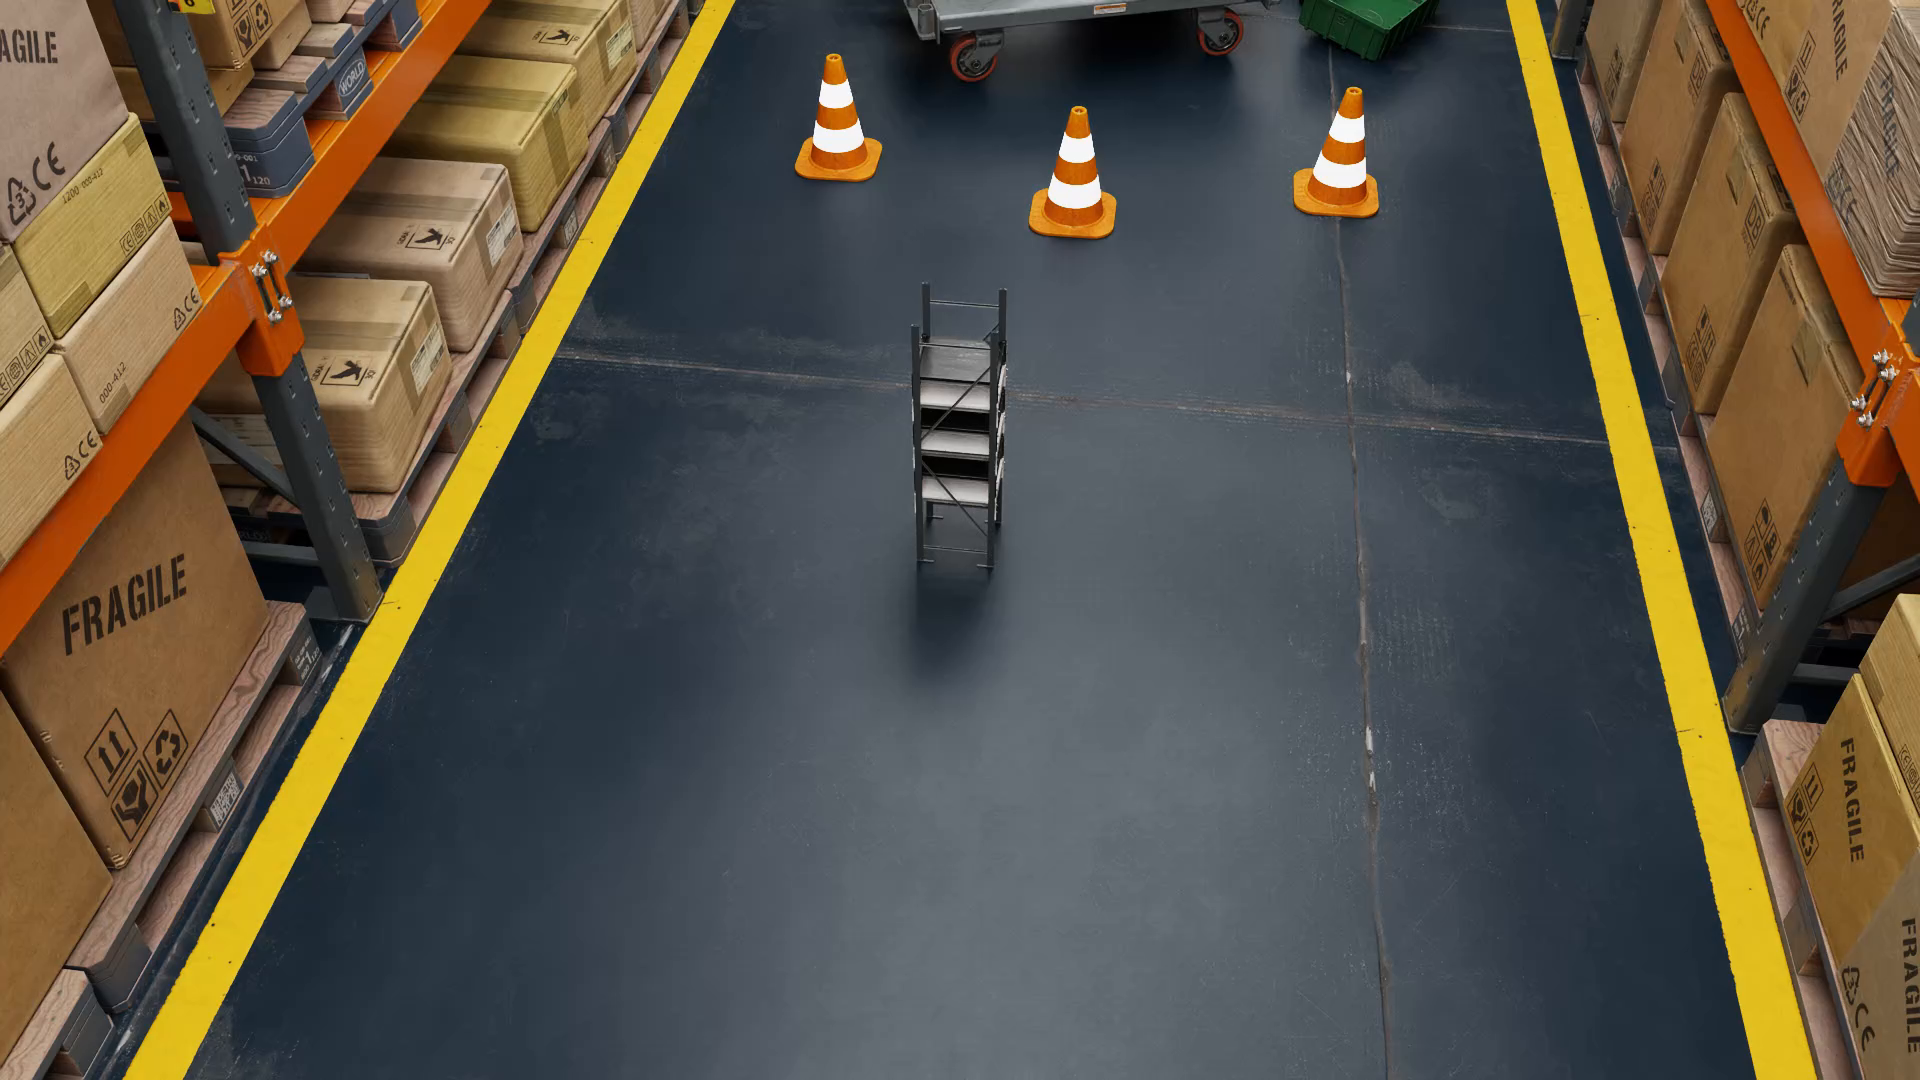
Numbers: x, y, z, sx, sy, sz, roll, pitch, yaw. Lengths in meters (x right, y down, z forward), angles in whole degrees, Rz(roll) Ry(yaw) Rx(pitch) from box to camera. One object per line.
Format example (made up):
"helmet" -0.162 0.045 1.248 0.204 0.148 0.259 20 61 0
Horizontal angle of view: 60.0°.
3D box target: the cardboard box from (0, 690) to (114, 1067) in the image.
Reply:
"cardboard box" -2.552 0.770 3.495 0.875 0.875 0.875 6 44 6

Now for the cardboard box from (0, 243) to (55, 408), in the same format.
"cardboard box" -2.133 -0.344 3.177 0.500 0.250 0.500 4 44 4

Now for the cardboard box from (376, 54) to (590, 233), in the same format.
"cardboard box" -1.976 -1.522 6.282 0.950 0.372 0.625 7 44 7

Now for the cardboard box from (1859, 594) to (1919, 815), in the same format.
"cardboard box" 2.332 0.392 3.622 0.500 0.250 0.500 3 44 4

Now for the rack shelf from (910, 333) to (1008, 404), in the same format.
"rack shelf" -0.001 -0.493 4.772 0.258 0.077 0.200 5 44 6

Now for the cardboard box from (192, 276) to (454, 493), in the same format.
"cardboard box" -2.172 -0.502 5.205 0.950 0.372 0.625 3 43 3

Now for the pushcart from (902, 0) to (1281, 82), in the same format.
"pushcart" 0.539 -2.521 7.638 1.648 0.377 0.936 -9 44 -9

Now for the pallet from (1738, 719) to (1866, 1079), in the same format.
"pallet" 2.559 1.006 4.034 1.003 0.211 1.213 5 44 6

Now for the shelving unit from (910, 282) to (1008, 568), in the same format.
"shelving unit" -0.001 -0.321 4.935 0.258 0.900 0.210 5 44 6

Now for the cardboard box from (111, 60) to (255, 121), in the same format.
"cardboard box" -2.029 -1.186 4.198 0.380 0.149 0.250 3 44 3

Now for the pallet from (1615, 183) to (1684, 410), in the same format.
"pallet" 3.006 -0.886 6.032 1.003 0.211 1.213 5 44 6

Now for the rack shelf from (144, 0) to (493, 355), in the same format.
"rack shelf" -1.992 -2.022 5.727 1.077 0.370 4.000 5 44 6

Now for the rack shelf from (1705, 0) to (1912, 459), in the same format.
"rack shelf" 2.928 -1.641 5.324 1.077 0.370 4.000 5 44 6

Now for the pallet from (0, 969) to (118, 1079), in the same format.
"pallet" -2.599 1.452 3.563 1.003 0.211 1.213 5 44 6

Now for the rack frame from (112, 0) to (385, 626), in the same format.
"rack frame" -2.256 -0.920 4.040 1.000 3.000 0.127 5 44 6

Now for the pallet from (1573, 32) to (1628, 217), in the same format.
"pallet" 3.165 -1.720 6.913 1.003 0.211 1.213 5 44 6

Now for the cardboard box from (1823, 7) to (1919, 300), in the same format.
"cardboard box" 2.457 -0.906 3.953 0.500 0.500 0.500 5 44 6

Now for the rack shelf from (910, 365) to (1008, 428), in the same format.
"rack shelf" -0.001 -0.428 4.834 0.258 0.077 0.200 5 44 6

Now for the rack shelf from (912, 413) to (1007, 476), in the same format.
"rack shelf" -0.001 -0.297 4.958 0.258 0.077 0.200 5 44 6

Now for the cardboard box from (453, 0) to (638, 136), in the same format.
"cardboard box" -1.886 -1.996 6.782 0.950 0.372 0.625 8 44 8

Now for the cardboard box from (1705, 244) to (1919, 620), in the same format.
"cardboard box" 2.833 -0.281 4.696 1.050 0.750 0.750 5 44 5

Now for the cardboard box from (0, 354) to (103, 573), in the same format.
"cardboard box" -2.118 -0.148 3.333 0.500 0.250 0.500 6 44 6

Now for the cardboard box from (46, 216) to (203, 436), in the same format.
"cardboard box" -2.066 -0.497 3.702 0.500 0.250 0.500 4 44 4

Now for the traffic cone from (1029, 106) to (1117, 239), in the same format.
"traffic cone" 0.449 -1.464 6.459 0.336 0.463 0.334 5 44 6

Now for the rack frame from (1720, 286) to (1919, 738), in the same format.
"rack frame" 2.663 -0.539 3.637 1.000 3.000 0.127 5 44 6

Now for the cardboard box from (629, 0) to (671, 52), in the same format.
"cardboard box" -1.795 -2.487 7.300 0.950 0.372 0.625 6 44 6

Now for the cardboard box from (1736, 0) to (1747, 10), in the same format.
"cardboard box" 2.654 -1.937 5.041 0.500 0.500 0.500 6 44 6

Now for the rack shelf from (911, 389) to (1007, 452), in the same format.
"rack shelf" -0.001 -0.362 4.896 0.258 0.077 0.200 5 44 6

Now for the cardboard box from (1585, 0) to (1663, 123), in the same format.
"cardboard box" 3.199 -2.169 6.690 1.050 0.750 0.750 5 44 5

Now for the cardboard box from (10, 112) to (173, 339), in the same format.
"cardboard box" -2.069 -0.694 3.546 0.500 0.250 0.500 5 44 5

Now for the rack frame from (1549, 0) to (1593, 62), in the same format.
"rack frame" 3.192 -3.265 6.516 1.000 3.000 0.127 5 44 6

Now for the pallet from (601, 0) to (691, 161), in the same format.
"pallet" -1.829 -2.103 7.317 1.003 0.211 1.213 5 44 6

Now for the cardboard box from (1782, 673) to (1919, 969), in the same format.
"cardboard box" 2.317 0.675 3.868 0.500 0.500 0.500 4 44 4

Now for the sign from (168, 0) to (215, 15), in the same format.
"sign" -1.706 -1.292 3.591 0.100 0.325 0.005 5 44 6

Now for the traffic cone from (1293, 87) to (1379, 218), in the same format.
"traffic cone" 1.518 -1.567 6.568 0.336 0.463 0.334 5 44 6

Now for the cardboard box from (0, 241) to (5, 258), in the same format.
"cardboard box" -2.125 -0.593 2.894 0.500 0.500 0.500 6 44 6

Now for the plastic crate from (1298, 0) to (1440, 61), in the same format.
"plastic crate" 1.917 -2.502 7.714 0.450 0.188 0.662 35 53 18

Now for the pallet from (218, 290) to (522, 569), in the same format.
"pallet" -2.152 -0.440 5.561 1.003 0.211 1.213 5 44 6

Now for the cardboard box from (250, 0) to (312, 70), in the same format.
"cardboard box" -1.959 -1.375 4.398 0.380 0.149 0.250 3 44 3

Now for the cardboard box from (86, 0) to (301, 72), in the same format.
"cardboard box" -1.968 -1.502 4.060 0.500 0.500 0.500 4 44 4

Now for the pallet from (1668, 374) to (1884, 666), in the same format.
"pallet" 2.842 -0.057 5.156 1.003 0.211 1.213 5 44 6

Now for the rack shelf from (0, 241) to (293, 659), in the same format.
"rack shelf" -2.521 0.704 2.848 1.077 0.370 4.000 5 44 6

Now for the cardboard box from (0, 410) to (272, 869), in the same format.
"cardboard box" -2.430 0.162 4.137 0.875 0.875 0.875 5 44 5

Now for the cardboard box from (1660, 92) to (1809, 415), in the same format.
"cardboard box" 2.945 -0.877 5.326 1.050 0.750 0.750 6 44 6

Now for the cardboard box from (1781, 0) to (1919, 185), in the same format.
"cardboard box" 2.524 -1.246 4.312 0.500 0.500 0.500 5 44 6

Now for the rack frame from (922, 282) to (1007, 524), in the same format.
"rack frame" 0.012 -0.391 5.008 0.240 0.900 0.006 5 44 6

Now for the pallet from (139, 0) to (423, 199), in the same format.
"pallet" -2.268 -1.346 4.629 1.213 0.211 1.003 5 44 6

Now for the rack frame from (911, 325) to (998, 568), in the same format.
"rack frame" -0.015 -0.252 4.862 0.240 0.900 0.006 5 44 6

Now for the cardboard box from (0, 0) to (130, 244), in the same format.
"cardboard box" -2.066 -0.943 3.264 0.500 0.500 0.500 4 44 4

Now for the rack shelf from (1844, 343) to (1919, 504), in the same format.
"rack shelf" 2.399 1.085 2.445 1.077 0.370 4.000 5 44 6

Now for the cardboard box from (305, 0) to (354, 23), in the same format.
"cardboard box" -1.877 -1.558 4.591 0.380 0.149 0.250 3 44 3

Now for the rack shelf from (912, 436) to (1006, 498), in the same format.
"rack shelf" -0.001 -0.232 5.020 0.258 0.077 0.200 5 44 6

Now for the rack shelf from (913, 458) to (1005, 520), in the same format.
"rack shelf" -0.001 -0.166 5.081 0.258 0.077 0.200 5 44 6
